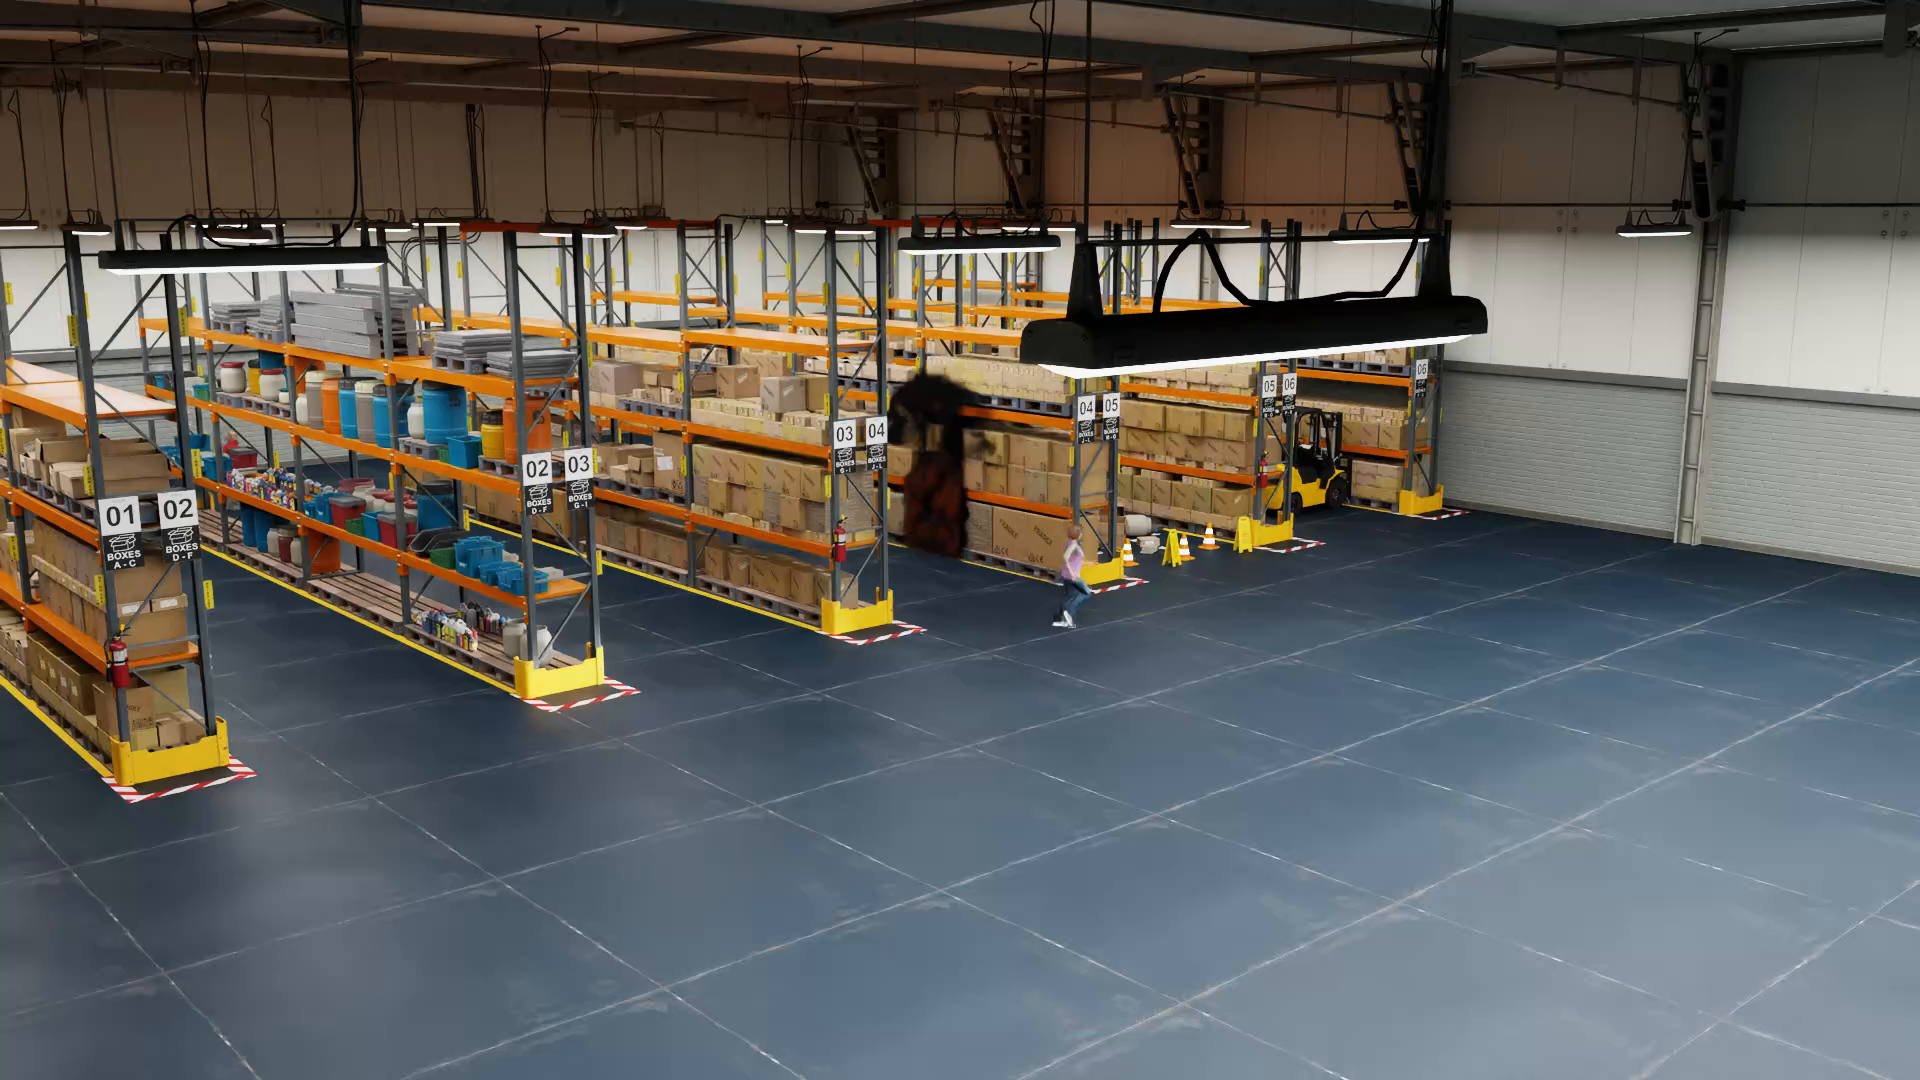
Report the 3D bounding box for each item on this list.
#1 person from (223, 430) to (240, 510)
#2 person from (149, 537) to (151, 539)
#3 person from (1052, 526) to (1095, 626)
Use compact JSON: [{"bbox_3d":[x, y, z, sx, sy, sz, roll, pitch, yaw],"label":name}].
[{"bbox_3d":[-15.122,-1.462,34.839,0.620,1.698,0.679,0,11,0],"label":"person"},{"bbox_3d":[-14.624,-0.475,29.809,0.691,1.735,0.988,-10,15,-39],"label":"person"},{"bbox_3d":[1.727,0.551,25.118,0.690,1.554,0.509,-2,12,-11],"label":"person"}]
